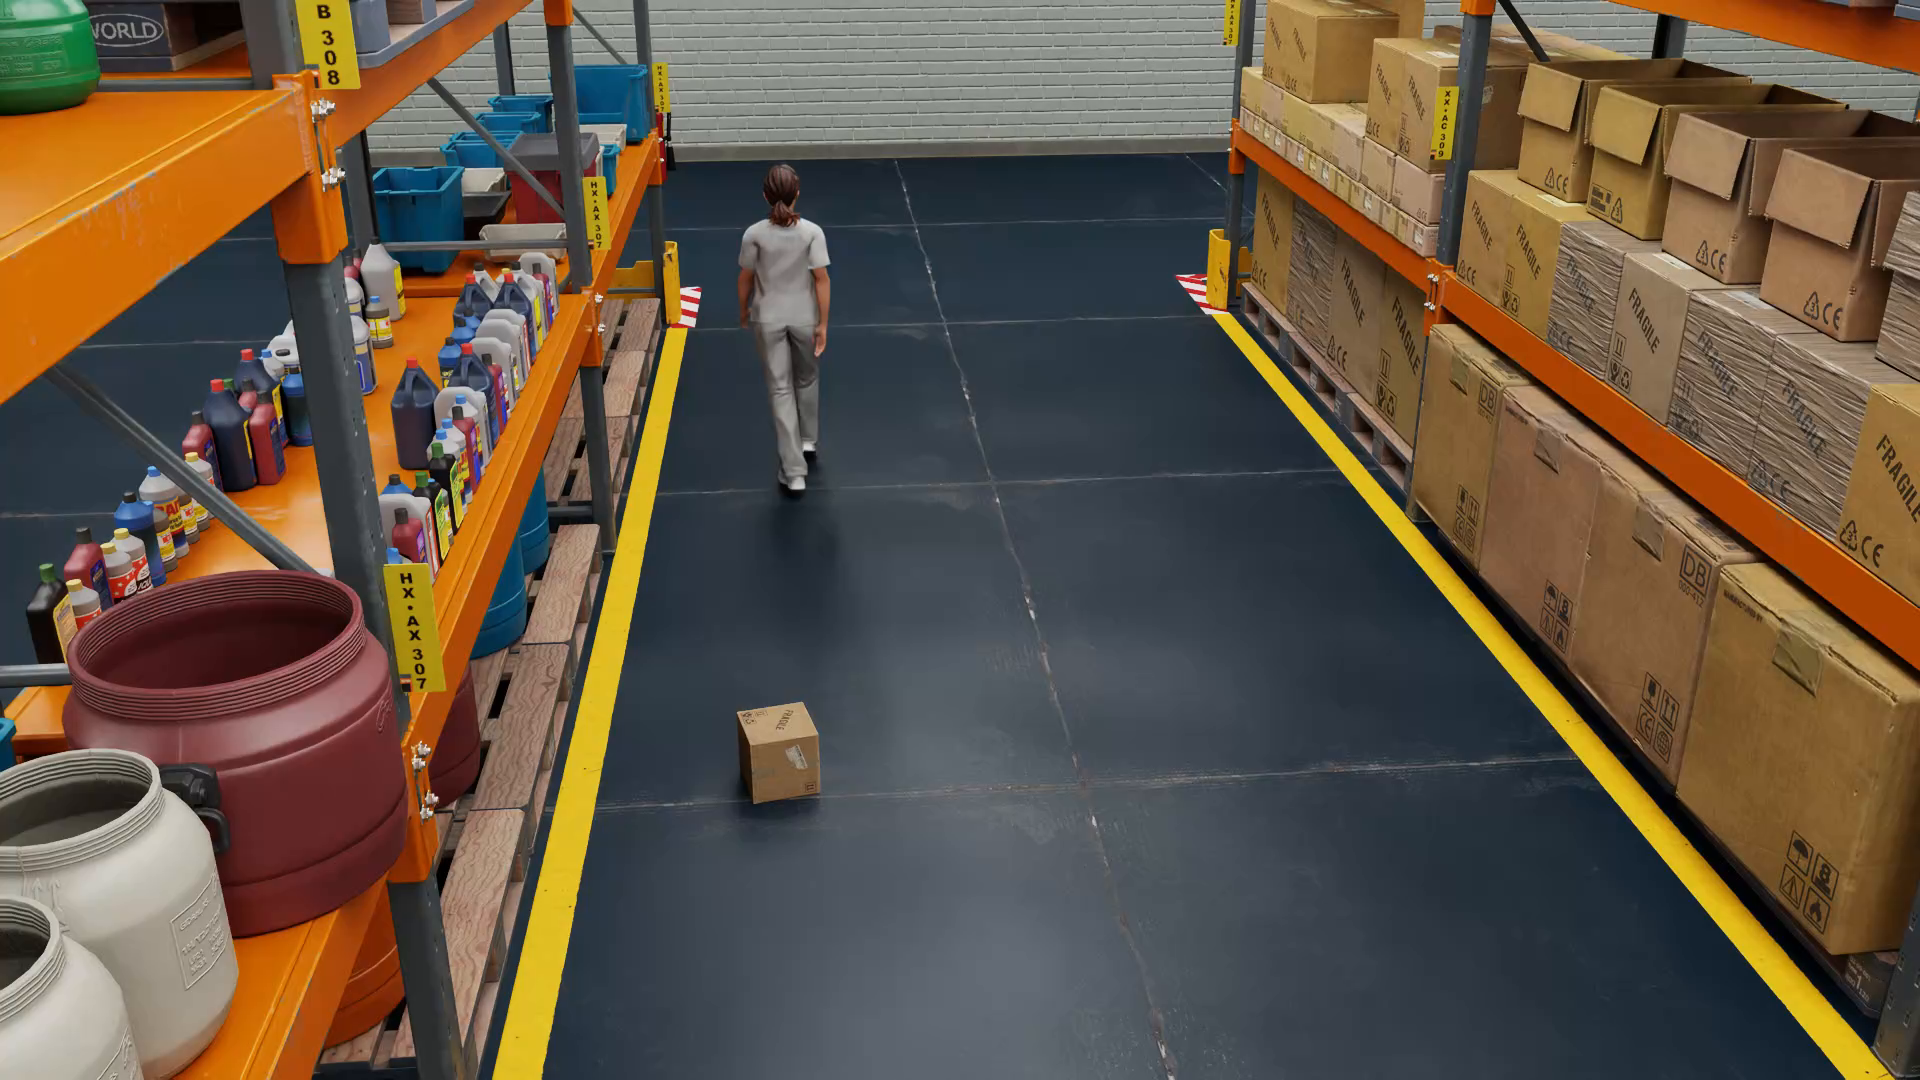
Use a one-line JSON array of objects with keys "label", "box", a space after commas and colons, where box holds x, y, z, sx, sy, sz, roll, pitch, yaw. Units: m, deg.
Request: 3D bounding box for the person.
[{"label": "person", "box": [-0.916, -1.130, 8.655, 0.464, 1.672, 0.834, -5, 24, -11]}]
